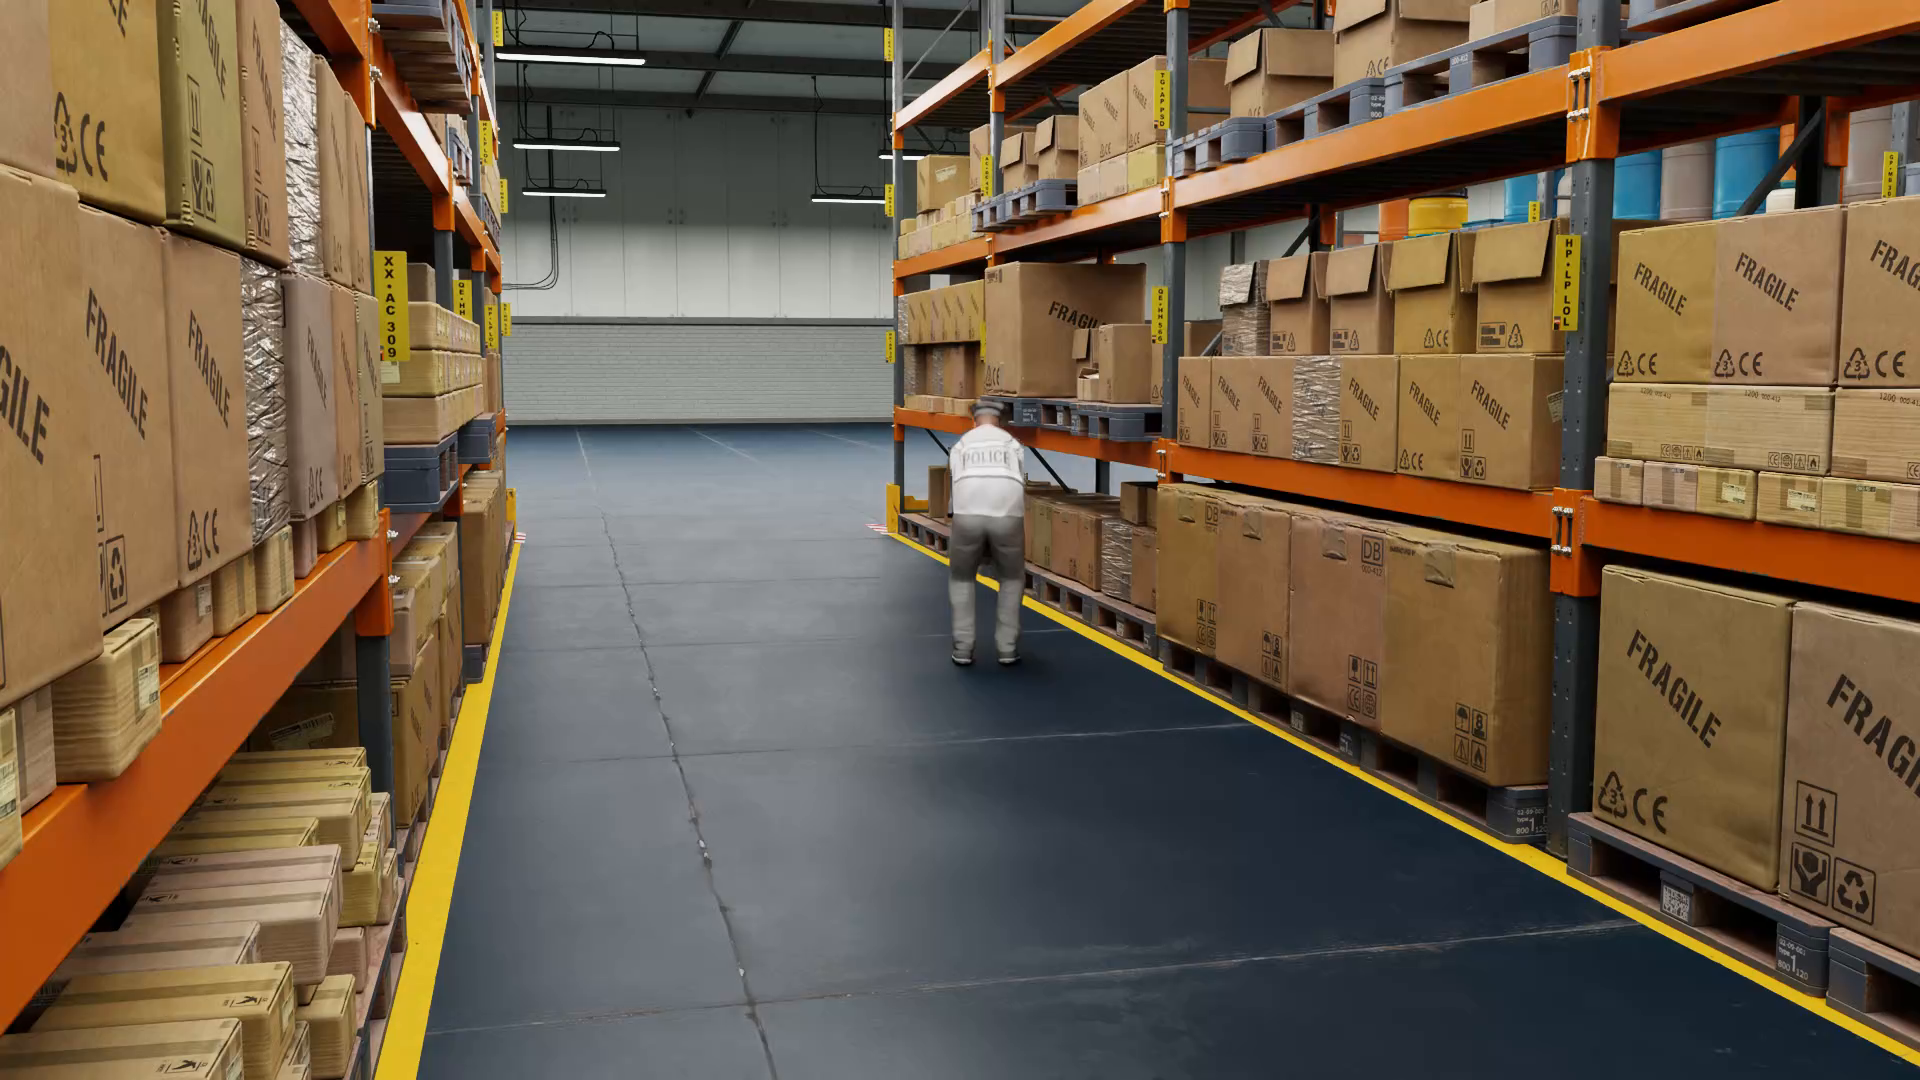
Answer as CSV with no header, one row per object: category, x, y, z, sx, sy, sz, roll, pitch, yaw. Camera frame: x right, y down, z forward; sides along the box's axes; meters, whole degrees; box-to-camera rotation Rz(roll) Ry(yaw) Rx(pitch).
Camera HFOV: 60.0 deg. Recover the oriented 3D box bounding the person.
person,0.165,-0.053,9.954,0.467,1.541,0.858,0,6,3
